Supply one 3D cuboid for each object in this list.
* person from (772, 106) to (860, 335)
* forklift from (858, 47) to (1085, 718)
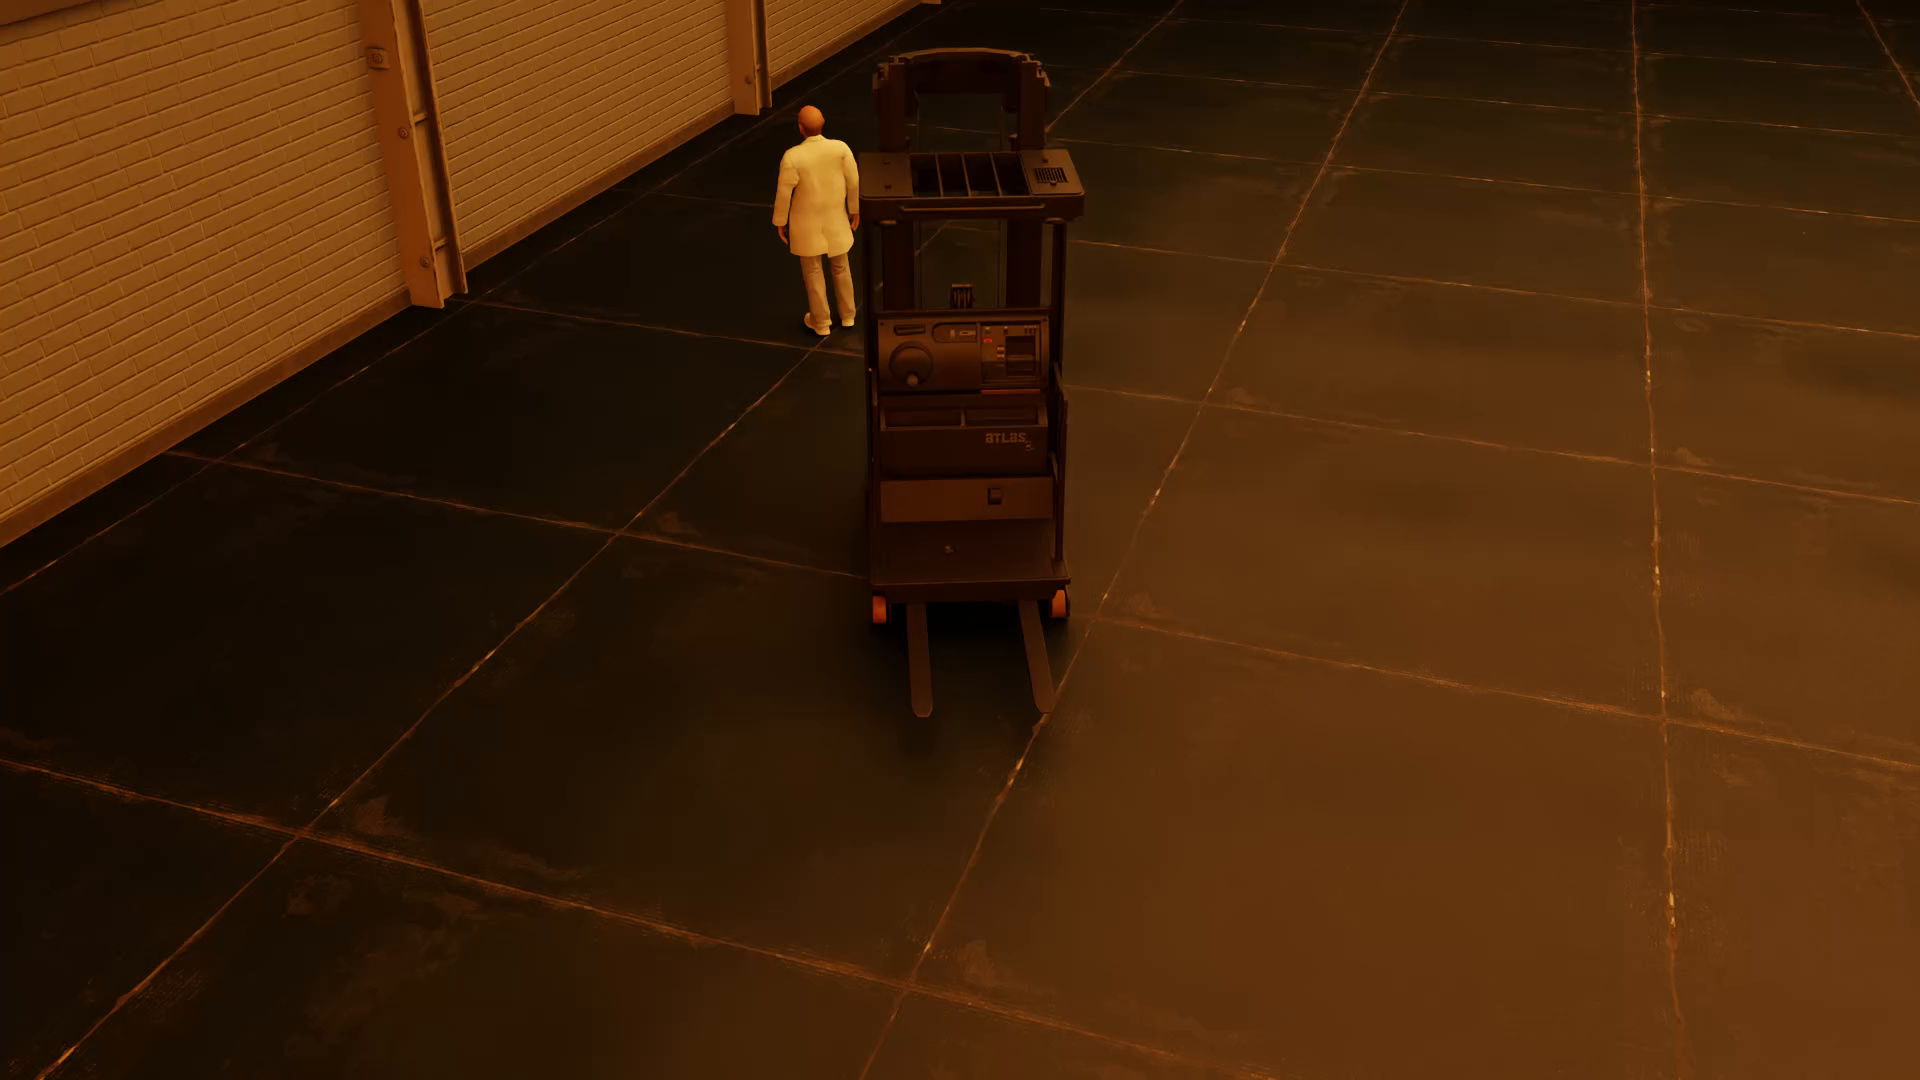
[{"bbox_3d":[-1.086,-2.410,12.566,0.694,1.724,0.581,-8,31,-14],"label":"person"},{"bbox_3d":[0.035,-0.972,8.842,1.130,2.935,3.031,-2,30,-3],"label":"forklift"}]
